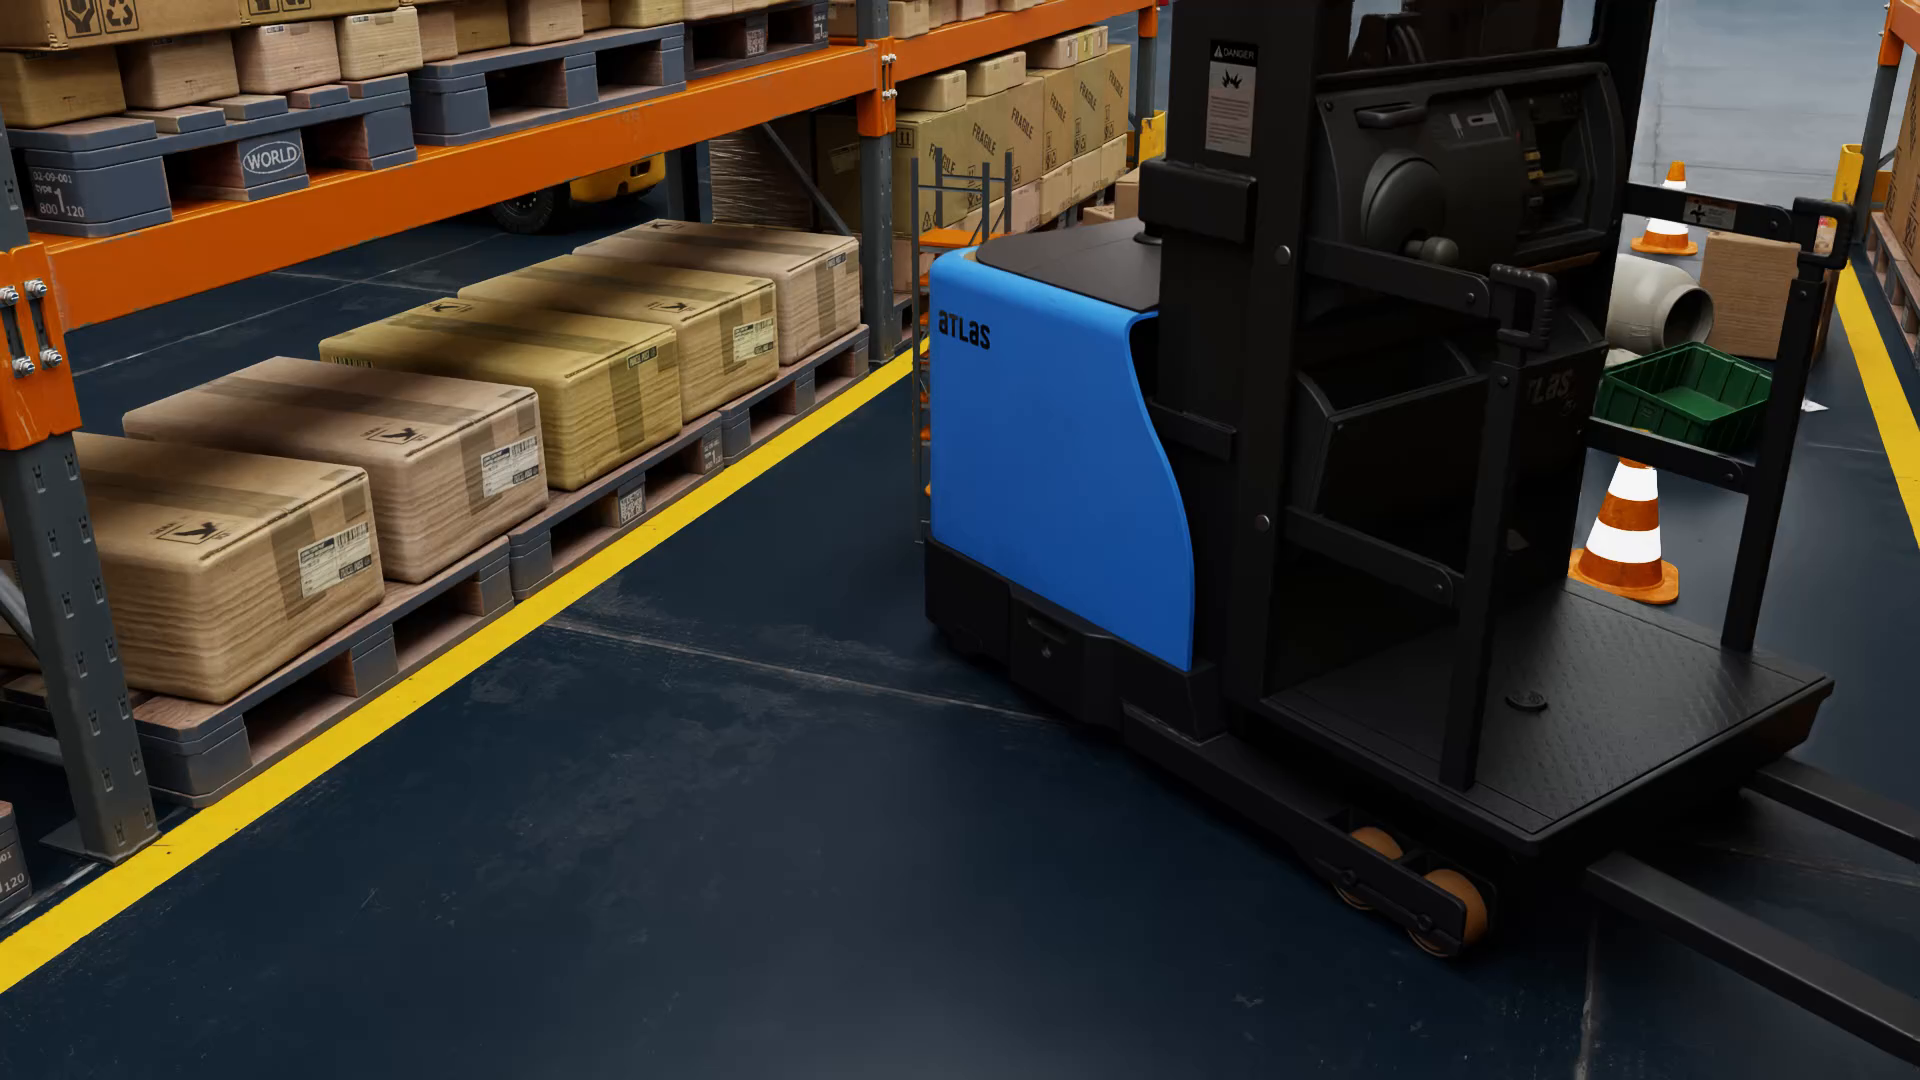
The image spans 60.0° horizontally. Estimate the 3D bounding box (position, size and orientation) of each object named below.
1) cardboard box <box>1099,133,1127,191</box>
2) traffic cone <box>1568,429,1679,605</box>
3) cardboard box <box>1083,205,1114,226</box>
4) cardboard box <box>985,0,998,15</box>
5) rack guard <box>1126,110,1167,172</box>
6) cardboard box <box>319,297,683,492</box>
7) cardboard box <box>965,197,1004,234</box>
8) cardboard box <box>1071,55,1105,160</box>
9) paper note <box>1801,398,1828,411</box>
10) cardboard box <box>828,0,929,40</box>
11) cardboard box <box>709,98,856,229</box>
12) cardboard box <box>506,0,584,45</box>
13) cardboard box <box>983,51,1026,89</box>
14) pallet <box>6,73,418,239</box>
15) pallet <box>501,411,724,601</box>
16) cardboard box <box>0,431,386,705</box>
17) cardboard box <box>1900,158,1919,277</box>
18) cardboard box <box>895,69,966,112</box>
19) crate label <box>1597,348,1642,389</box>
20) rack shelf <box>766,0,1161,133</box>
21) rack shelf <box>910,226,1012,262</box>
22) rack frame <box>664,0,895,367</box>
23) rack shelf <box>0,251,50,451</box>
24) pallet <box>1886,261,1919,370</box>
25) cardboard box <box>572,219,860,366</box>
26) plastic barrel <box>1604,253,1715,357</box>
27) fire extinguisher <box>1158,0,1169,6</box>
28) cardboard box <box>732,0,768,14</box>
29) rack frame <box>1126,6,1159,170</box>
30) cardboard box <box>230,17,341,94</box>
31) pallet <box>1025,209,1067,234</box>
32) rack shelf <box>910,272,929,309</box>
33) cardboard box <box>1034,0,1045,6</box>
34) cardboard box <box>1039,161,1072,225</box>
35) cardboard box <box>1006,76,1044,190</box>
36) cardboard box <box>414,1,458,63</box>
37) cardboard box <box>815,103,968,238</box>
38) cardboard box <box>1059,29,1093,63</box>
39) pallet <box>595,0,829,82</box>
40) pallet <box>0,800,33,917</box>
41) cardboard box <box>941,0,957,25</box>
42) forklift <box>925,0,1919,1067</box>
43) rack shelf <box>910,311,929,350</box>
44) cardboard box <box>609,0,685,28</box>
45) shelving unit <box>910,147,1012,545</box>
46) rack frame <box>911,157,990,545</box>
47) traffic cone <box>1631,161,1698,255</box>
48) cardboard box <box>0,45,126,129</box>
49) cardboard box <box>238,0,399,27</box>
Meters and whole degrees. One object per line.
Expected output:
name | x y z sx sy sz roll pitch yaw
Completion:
cardboard box | 0.662 -2.227 9.712 0.500 0.250 0.500 9 24 20
traffic cone | 1.968 -0.100 4.889 0.336 0.463 0.334 9 24 20
cardboard box | 0.897 -1.243 7.574 0.500 0.500 0.500 -12 25 -26
cardboard box | -0.040 -2.538 7.761 0.380 0.149 0.250 9 24 20
rack guard | 0.693 -2.458 10.485 1.175 0.500 0.348 9 24 20
cardboard box | -1.478 -0.493 5.403 0.950 0.372 0.625 10 25 22
cardboard box | -0.107 -1.497 7.965 0.500 0.250 0.500 10 25 23
cardboard box | 0.475 -2.398 9.149 0.500 0.500 0.500 10 25 22
paper note | 3.278 -0.535 6.490 0.147 0.020 0.142 -7 24 -17
cardboard box | -0.350 -2.158 6.850 0.380 0.149 0.250 9 24 20
cardboard box | -0.794 -1.728 7.545 0.500 0.500 0.500 8 24 19
cardboard box | -1.312 -1.514 4.765 0.380 0.149 0.250 10 25 22
cardboard box | 0.094 -2.267 7.993 0.380 0.149 0.250 10 25 23
pallet | -2.085 -0.957 3.899 1.213 0.211 1.003 9 24 20
pallet | -1.504 -0.203 5.463 1.003 0.211 1.213 9 24 20
cardboard box | -2.031 0.043 4.121 0.950 0.372 0.625 7 24 16
cardboard box | 4.839 -1.612 7.429 0.875 0.875 0.875 8 24 19
cardboard box | -0.193 -1.986 7.320 0.380 0.149 0.250 9 24 21
crate label | 2.629 -0.682 6.705 0.298 0.136 0.250 -7 24 -17
rack shelf | -0.022 -2.591 8.493 1.077 0.370 4.000 9 24 20
rack shelf | 0.005 -0.850 4.910 0.258 0.103 0.180 9 24 20
rack frame | -0.765 -2.207 6.641 1.000 3.000 0.127 9 24 20
rack shelf | -2.993 0.272 1.640 1.077 0.370 4.000 9 24 20
pallet | 4.675 -0.947 7.242 1.003 0.211 1.213 9 24 20
cardboard box | -0.957 -1.000 6.617 0.950 0.372 0.625 9 24 21
plastic barrel | 2.866 -0.971 7.026 0.421 0.421 0.512 -12 25 -26
fire extinguisher | 1.191 -3.577 10.023 0.296 0.674 0.183 9 24 20
cardboard box | -0.876 -1.872 5.620 0.380 0.149 0.250 8 24 19
rack frame | 0.721 -3.638 10.068 1.000 3.000 0.127 9 24 20
cardboard box | -1.677 -1.131 3.846 0.380 0.149 0.250 7 24 17
pallet | -0.096 -1.604 8.815 1.003 0.211 1.213 9 24 20
rack shelf | 0.005 -0.739 4.956 0.258 0.103 0.180 9 24 20
cardboard box | 0.202 -2.708 8.168 0.380 0.149 0.250 9 24 20
cardboard box | 0.282 -1.863 8.841 0.500 0.250 0.500 8 24 18
cardboard box | 0.087 -2.029 8.265 0.500 0.500 0.500 10 25 23
cardboard box | -1.538 -1.323 4.308 0.380 0.149 0.250 10 25 23
cardboard box | -0.295 -1.650 7.359 0.500 0.500 0.500 10 25 23
cardboard box | 0.495 -2.654 8.920 0.380 0.149 0.250 9 24 21
pallet | -1.184 -1.866 6.073 1.003 0.211 1.213 9 24 20
pallet | -2.613 0.783 3.102 1.003 0.211 1.213 9 24 20
cardboard box | -0.234 -2.355 7.322 0.380 0.149 0.250 9 24 20
forklift | 1.188 -0.746 3.232 1.130 2.935 3.031 -16 28 -33
rack shelf | 0.005 -0.629 5.002 0.258 0.103 0.180 9 24 20
cardboard box | -1.092 -1.698 5.204 0.380 0.149 0.250 9 24 20
shelving unit | 0.005 -0.559 5.031 0.258 1.200 0.189 9 24 20
rack frame | -0.029 -0.526 4.953 0.240 1.200 0.006 9 24 20
traffic cone | 3.839 -1.808 8.979 0.336 0.463 0.334 9 24 20
cardboard box | -1.957 -0.943 3.397 0.380 0.149 0.250 7 24 17
cardboard box | -1.682 -1.468 3.812 0.500 0.500 0.500 10 25 23
